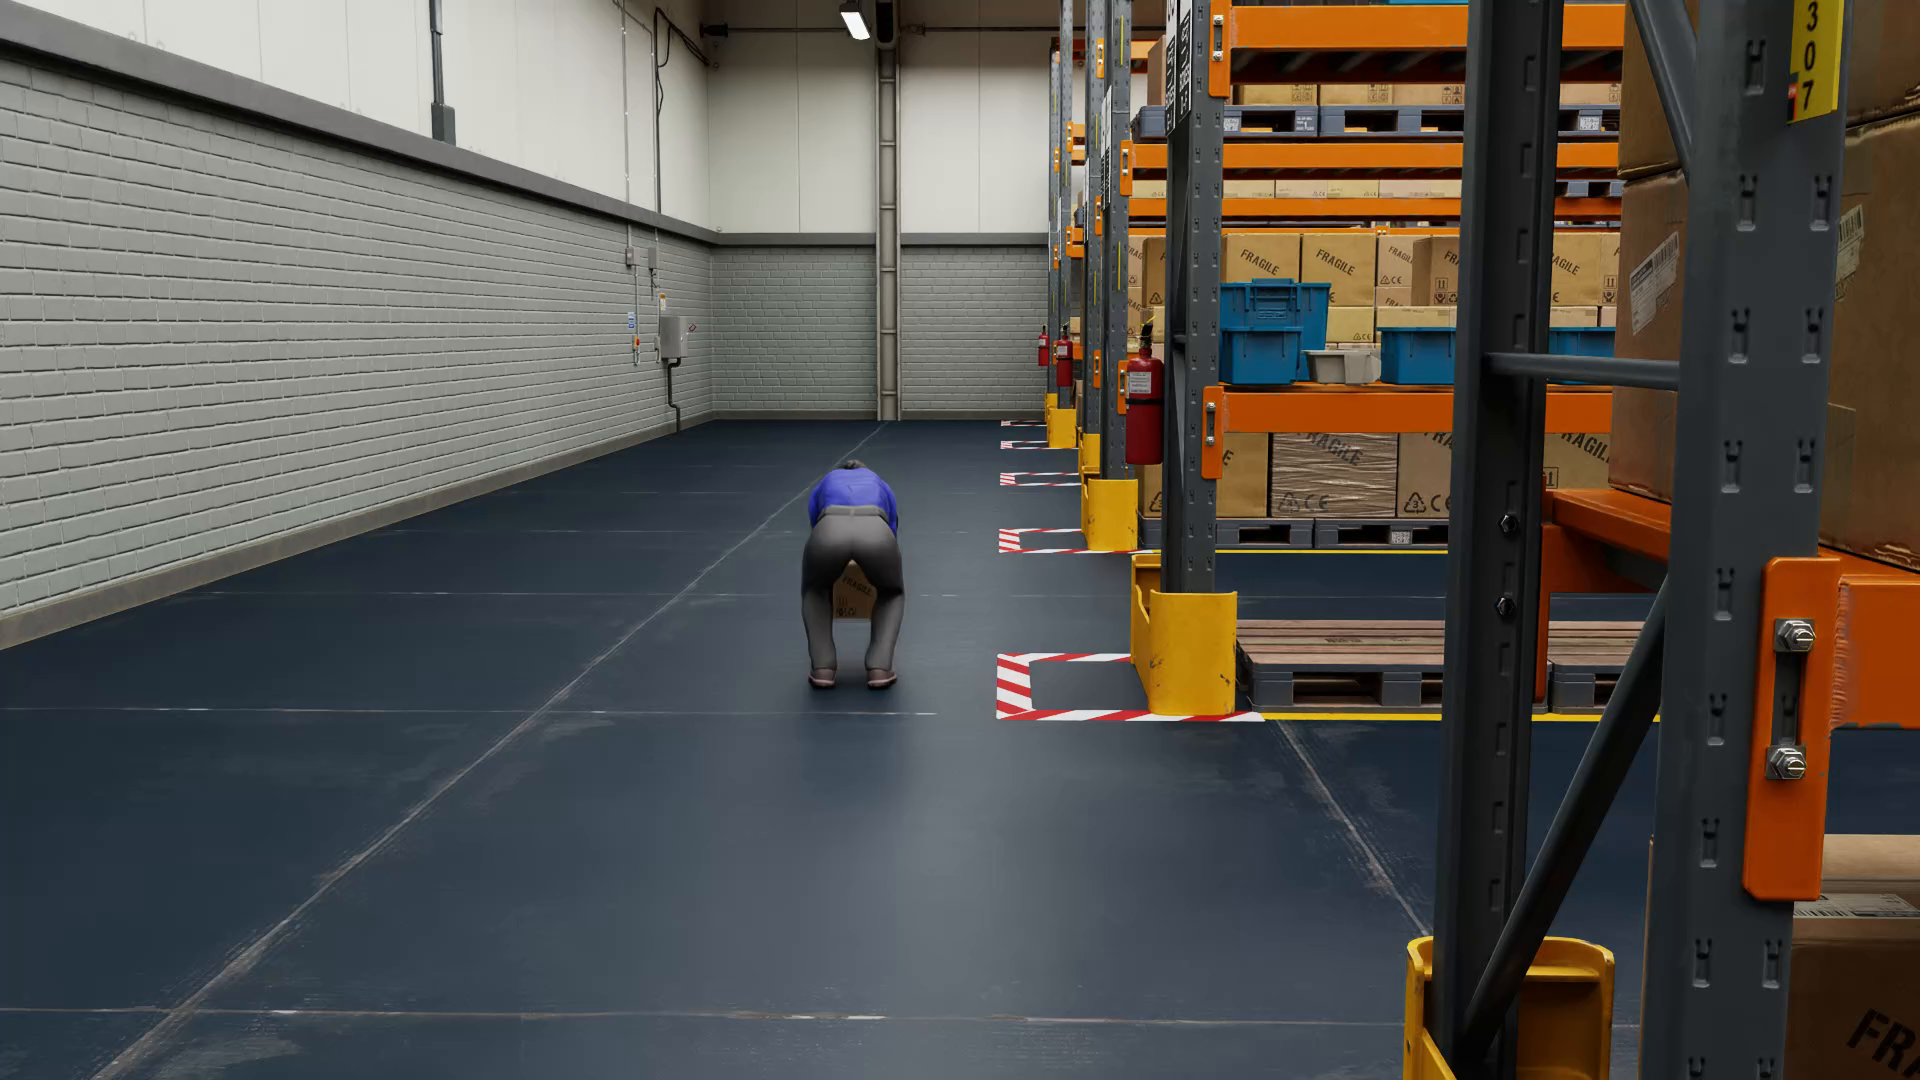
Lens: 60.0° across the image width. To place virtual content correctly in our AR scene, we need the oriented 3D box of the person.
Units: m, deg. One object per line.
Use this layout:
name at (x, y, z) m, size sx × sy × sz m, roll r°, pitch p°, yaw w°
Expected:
person at (-0.480, 0.143, 7.450) m, size 0.469 × 0.957 × 0.859 m, roll 0°, pitch 7°, yaw -1°
